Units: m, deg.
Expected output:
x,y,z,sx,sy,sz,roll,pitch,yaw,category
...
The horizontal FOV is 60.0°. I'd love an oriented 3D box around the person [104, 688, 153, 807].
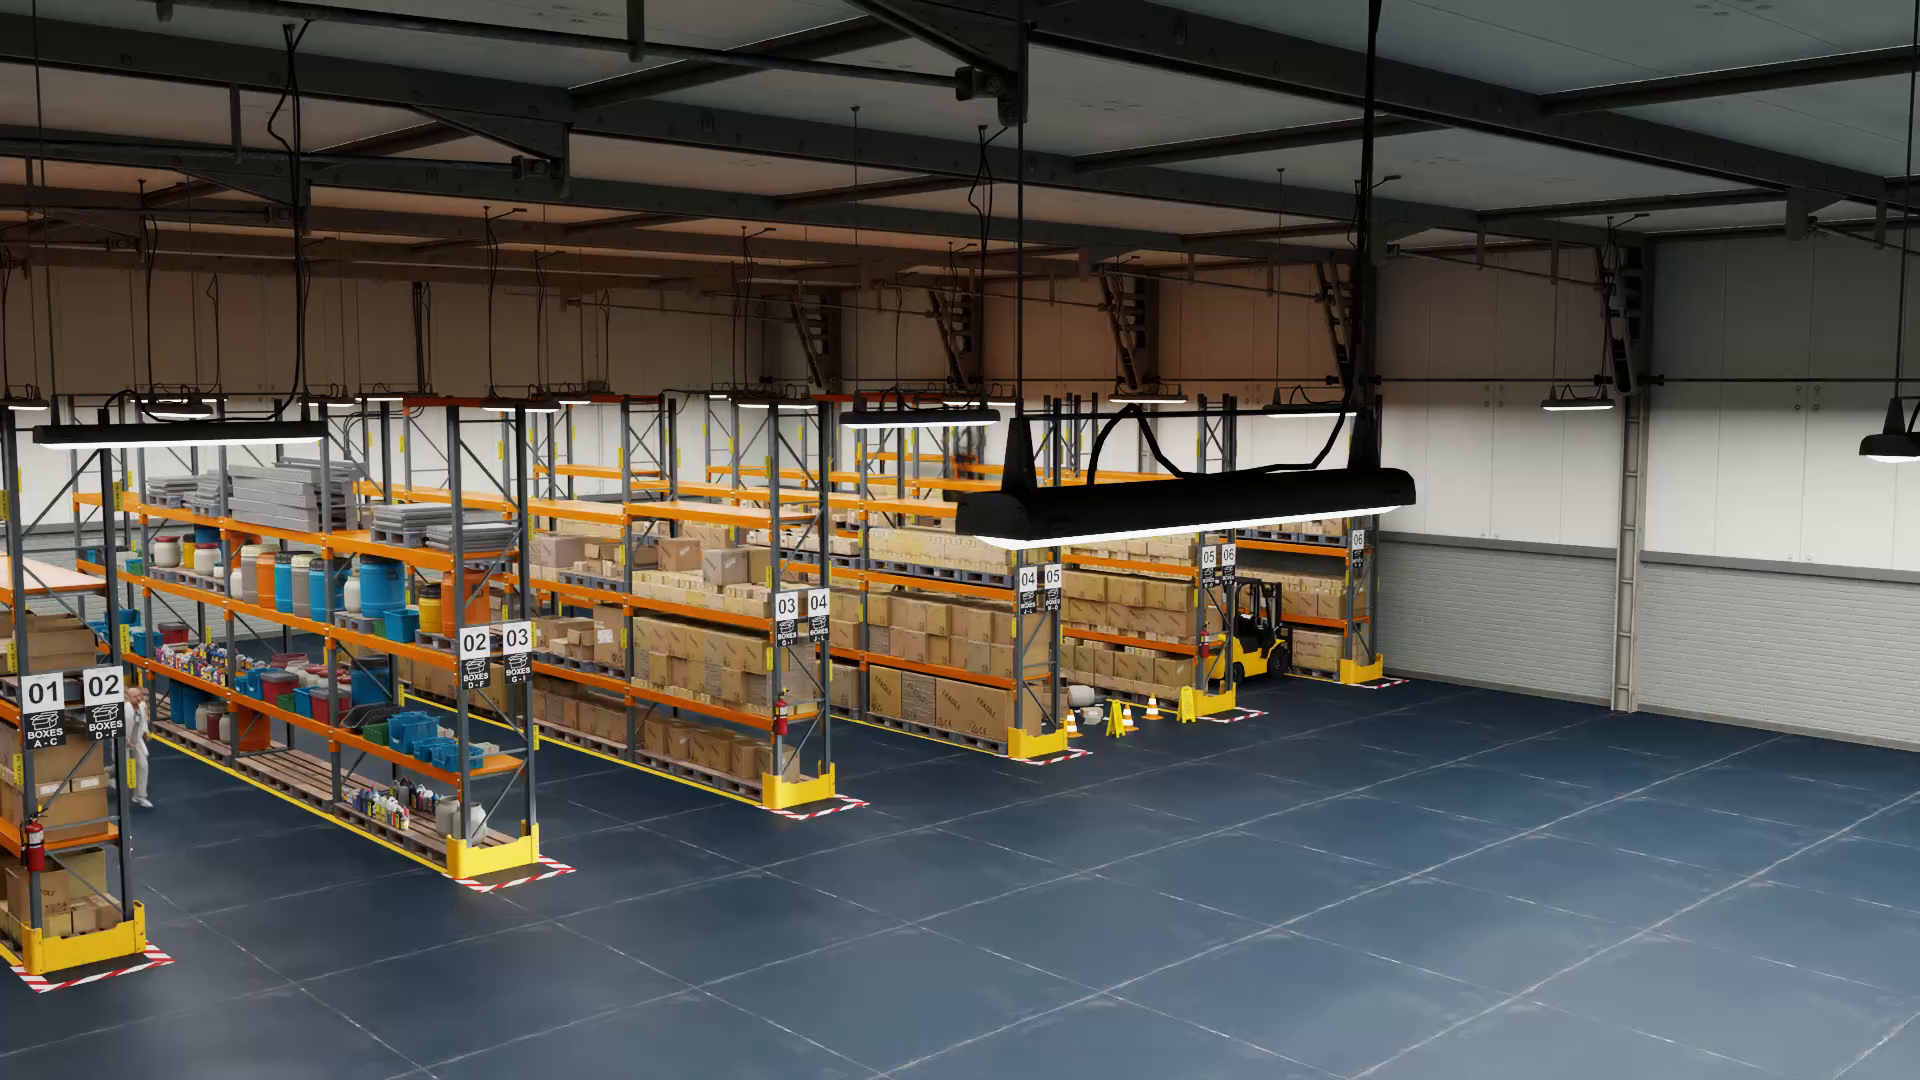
x,y,z,sx,sy,sz,roll,pitch,yaw,category
-12.458,3.124,24.879,1.100,1.684,0.714,4,7,33,person
